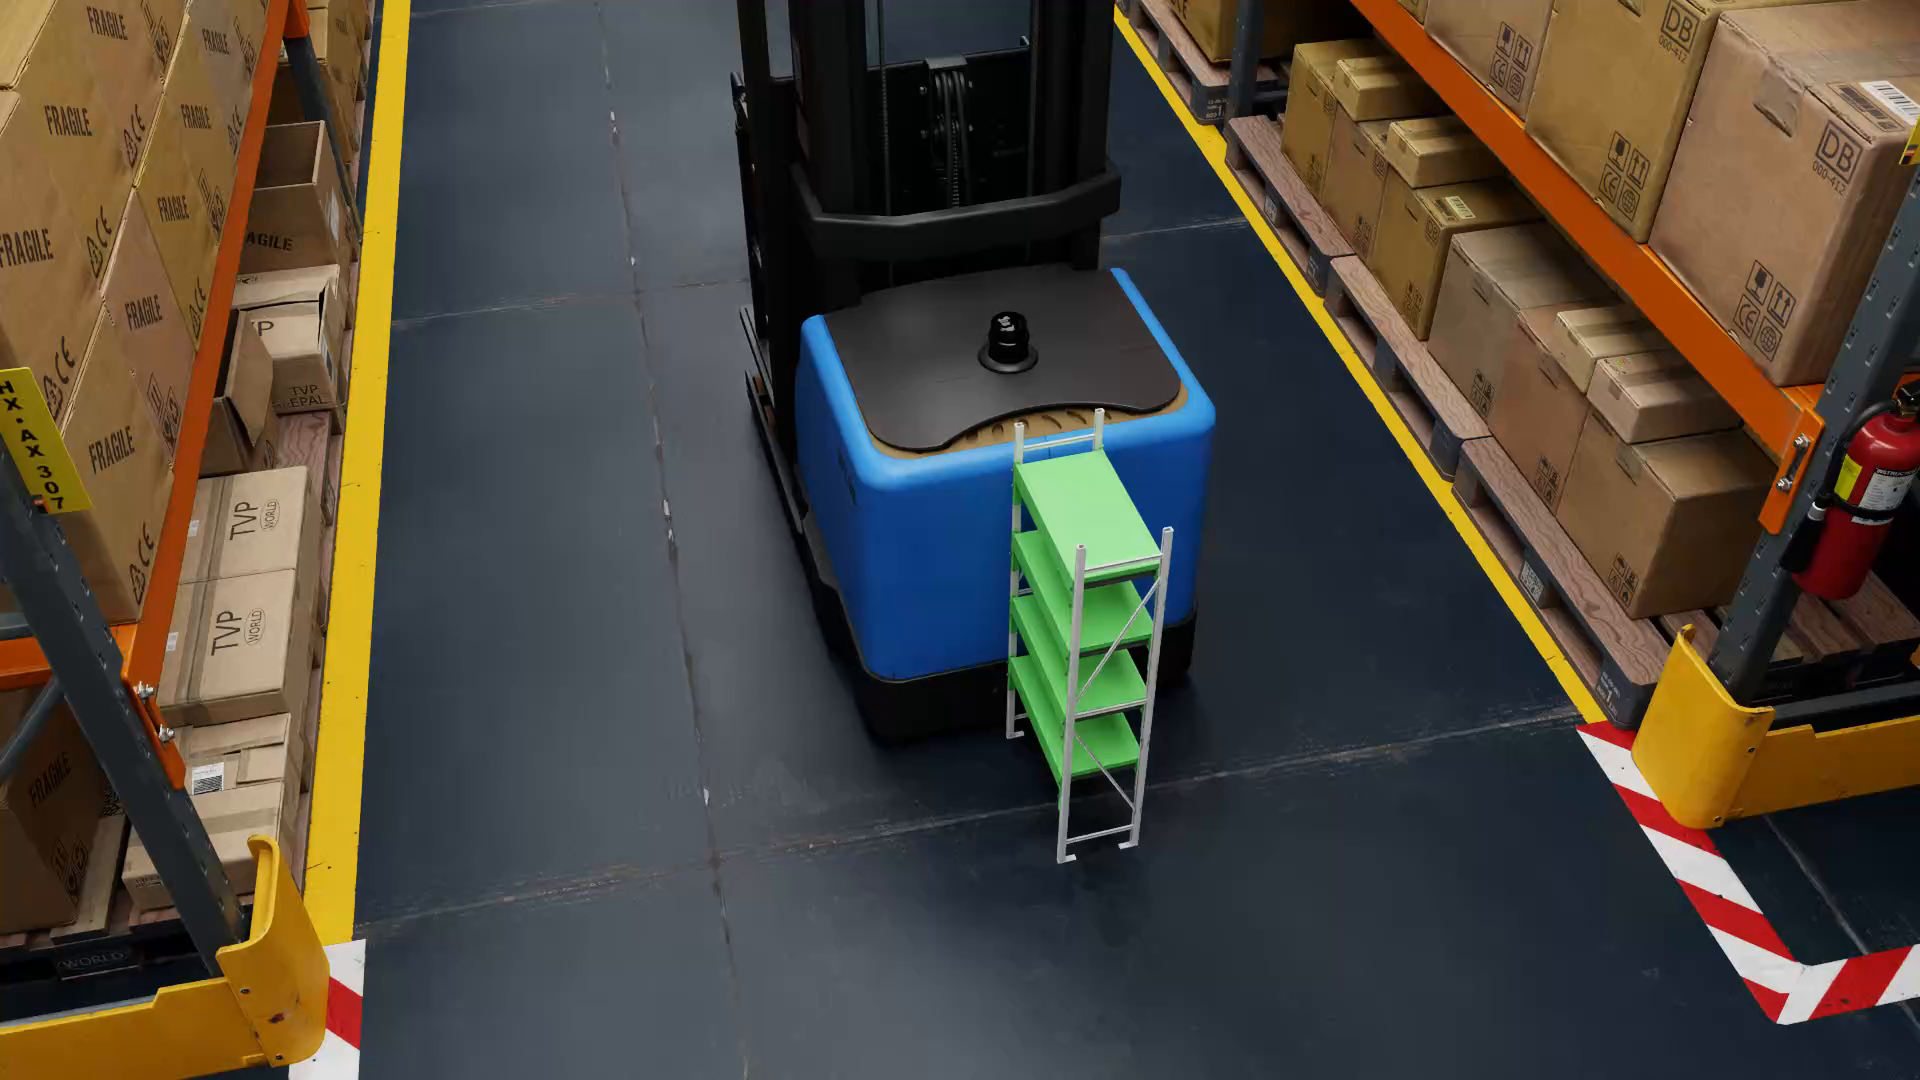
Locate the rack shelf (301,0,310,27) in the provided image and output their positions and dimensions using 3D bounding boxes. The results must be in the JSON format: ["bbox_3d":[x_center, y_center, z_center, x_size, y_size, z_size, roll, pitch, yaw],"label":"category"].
[{"bbox_3d":[-3.518,-3.394,7.856,1.077,0.370,4.000,-8,42,-9],"label":"rack shelf"}]

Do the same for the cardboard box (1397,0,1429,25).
[{"bbox_3d":[2.003,-2.364,5.927,0.980,0.700,0.700,-9,42,-10],"label":"cardboard box"}]

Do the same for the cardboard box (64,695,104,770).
[{"bbox_3d":[-2.580,0.528,4.698,0.380,0.166,0.250,-8,42,-9],"label":"cardboard box"}]

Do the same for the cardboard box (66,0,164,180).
[{"bbox_3d":[-2.284,-1.174,3.984,0.500,0.500,0.500,-8,42,-9],"label":"cardboard box"}]

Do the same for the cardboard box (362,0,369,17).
[{"bbox_3d":[-3.288,-2.942,8.356,0.500,0.500,0.500,-10,43,-11],"label":"cardboard box"}]

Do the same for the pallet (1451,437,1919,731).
[{"bbox_3d":[2.364,0.049,5.535,1.003,0.211,1.213,-8,42,-9],"label":"pallet"}]

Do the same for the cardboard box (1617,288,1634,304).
[{"bbox_3d":[2.423,-0.829,5.502,0.380,0.149,0.250,-8,42,-9],"label":"cardboard box"}]

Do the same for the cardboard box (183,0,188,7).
[{"bbox_3d":[-2.502,-1.829,4.723,0.500,0.500,0.500,-8,42,-9],"label":"cardboard box"}]

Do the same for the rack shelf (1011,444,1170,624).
[{"bbox_3d":[0.325,-0.023,4.246,0.258,0.148,0.480,-11,43,-12],"label":"rack shelf"}]

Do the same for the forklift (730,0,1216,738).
[{"bbox_3d":[-0.172,-1.495,5.226,1.130,2.935,3.031,-11,43,-12],"label":"forklift"}]

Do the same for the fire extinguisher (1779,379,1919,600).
[{"bbox_3d":[2.195,-0.154,4.003,0.296,0.674,0.183,-8,42,-9],"label":"fire extinguisher"}]

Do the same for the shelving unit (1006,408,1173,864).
[{"bbox_3d":[0.325,0.288,4.522,0.258,1.200,0.503,-11,43,-12],"label":"shelving unit"}]

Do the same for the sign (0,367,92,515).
[{"bbox_3d":[-1.693,-0.176,3.036,0.100,0.325,0.005,-8,42,-9],"label":"sign"}]

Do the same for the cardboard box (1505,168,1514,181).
[{"bbox_3d":[2.201,-1.491,6.248,0.380,0.149,0.250,-8,42,-9],"label":"cardboard box"}]

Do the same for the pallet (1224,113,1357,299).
[{"bbox_3d":[1.838,-1.532,7.317,1.003,0.211,1.213,-8,42,-9],"label":"pallet"}]

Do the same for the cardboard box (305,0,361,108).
[{"bbox_3d":[-3.078,-2.289,7.621,0.500,0.500,0.500,-8,42,-9],"label":"cardboard box"}]

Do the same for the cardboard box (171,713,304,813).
[{"bbox_3d":[-2.031,0.638,4.574,0.380,0.166,0.250,-8,42,-9],"label":"cardboard box"}]

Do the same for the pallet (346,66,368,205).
[{"bbox_3d":[-3.298,-1.846,7.671,1.003,0.211,1.213,-8,42,-9],"label":"pallet"}]

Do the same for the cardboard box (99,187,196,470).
[{"bbox_3d":[-2.177,-0.471,3.945,0.500,0.500,0.500,-9,42,-10],"label":"cardboard box"}]

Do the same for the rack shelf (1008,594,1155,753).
[{"bbox_3d":[0.325,0.336,4.564,0.258,0.148,0.480,-11,43,-12],"label":"rack shelf"}]

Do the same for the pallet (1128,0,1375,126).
[{"bbox_3d":[1.510,-2.526,8.436,1.003,0.211,1.213,-8,42,-9],"label":"pallet"}]

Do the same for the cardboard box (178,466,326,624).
[{"bbox_3d":[-2.279,0.048,5.176,0.500,0.250,0.500,-8,42,-9],"label":"cardboard box"}]

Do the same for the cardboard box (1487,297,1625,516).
[{"bbox_3d":[2.257,-0.472,5.589,0.700,0.500,0.500,-8,42,-9],"label":"cardboard box"}]

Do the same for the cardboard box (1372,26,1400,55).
[{"bbox_3d":[1.974,-2.167,7.010,0.380,0.149,0.250,-9,42,-10],"label":"cardboard box"}]

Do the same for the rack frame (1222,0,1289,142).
[{"bbox_3d":[1.750,-3.079,6.959,1.000,3.000,0.127,-8,42,-9],"label":"rack frame"}]

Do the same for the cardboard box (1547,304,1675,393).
[{"bbox_3d":[2.103,-0.613,5.259,0.380,0.149,0.250,-7,42,-8],"label":"cardboard box"}]

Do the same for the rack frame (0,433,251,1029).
[{"bbox_3d":[-2.223,0.226,3.236,1.000,3.000,0.127,-8,42,-9],"label":"rack frame"}]

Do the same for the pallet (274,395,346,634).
[{"bbox_3d":[-2.672,-0.086,5.688,1.003,0.211,1.213,-8,42,-9],"label":"pallet"}]

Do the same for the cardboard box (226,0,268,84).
[{"bbox_3d":[-2.615,-1.783,5.424,0.500,0.500,0.500,-7,42,-8],"label":"cardboard box"}]

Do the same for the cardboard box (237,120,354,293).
[{"bbox_3d":[-2.686,-1.268,6.471,0.500,0.500,0.500,-8,42,-9],"label":"cardboard box"}]

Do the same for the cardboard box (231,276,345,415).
[{"bbox_3d":[-2.524,-0.711,5.986,0.500,0.311,0.500,-8,42,-9],"label":"cardboard box"}]

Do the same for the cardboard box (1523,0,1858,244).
[{"bbox_3d":[2.326,-1.398,4.839,0.980,0.700,0.700,-9,42,-10],"label":"cardboard box"}]

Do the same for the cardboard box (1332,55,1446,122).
[{"bbox_3d":[1.707,-1.796,6.592,0.380,0.149,0.250,-7,42,-8],"label":"cardboard box"}]

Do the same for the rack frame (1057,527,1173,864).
[{"bbox_3d":[0.392,0.444,4.347,0.240,1.200,0.015,-11,43,-12],"label":"rack frame"}]

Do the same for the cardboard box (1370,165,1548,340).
[{"bbox_3d":[2.025,-1.143,6.345,0.700,0.500,0.500,-7,42,-8],"label":"cardboard box"}]

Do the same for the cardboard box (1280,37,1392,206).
[{"bbox_3d":[1.811,-1.802,7.087,0.700,0.500,0.500,-8,42,-9],"label":"cardboard box"}]

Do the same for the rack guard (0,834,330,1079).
[{"bbox_3d":[-2.239,1.111,4.121,1.175,0.500,0.348,-8,42,-9],"label":"rack guard"}]

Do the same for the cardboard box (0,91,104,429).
[{"bbox_3d":[-2.061,-0.511,3.238,0.500,0.500,0.500,-7,42,-8],"label":"cardboard box"}]

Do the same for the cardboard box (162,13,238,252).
[{"bbox_3d":[-2.389,-1.121,4.678,0.500,0.500,0.500,-8,42,-9],"label":"cardboard box"}]

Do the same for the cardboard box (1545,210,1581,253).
[{"bbox_3d":[2.312,-1.160,5.875,0.380,0.149,0.250,-8,42,-9],"label":"cardboard box"}]
